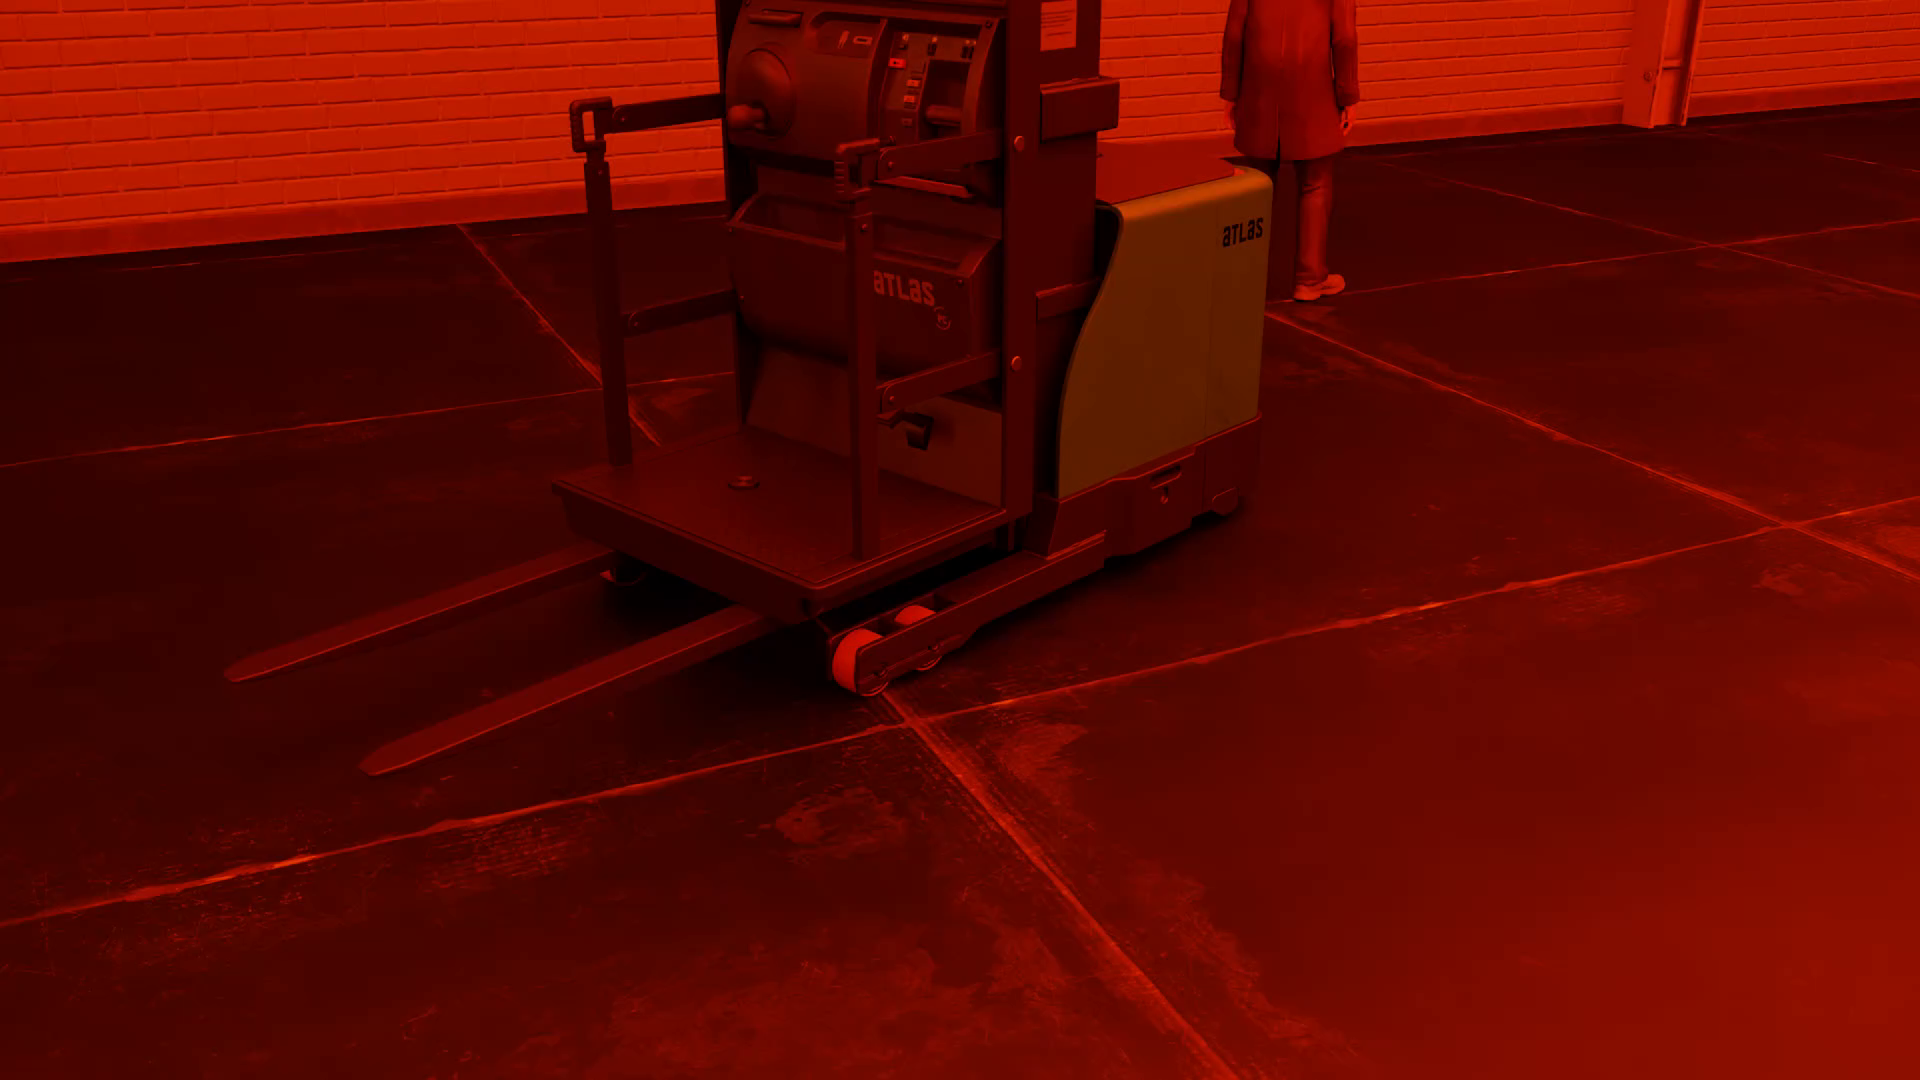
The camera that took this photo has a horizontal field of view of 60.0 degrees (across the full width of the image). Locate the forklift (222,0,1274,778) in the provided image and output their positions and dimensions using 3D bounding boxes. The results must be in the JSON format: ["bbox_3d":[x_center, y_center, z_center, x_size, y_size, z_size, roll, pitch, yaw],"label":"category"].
[{"bbox_3d":[-0.413,-1.153,4.144,1.129,2.867,3.031,19,29,39],"label":"forklift"}]

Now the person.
[{"bbox_3d":[1.520,-2.018,7.654,0.605,1.772,0.392,10,24,22],"label":"person"}]
